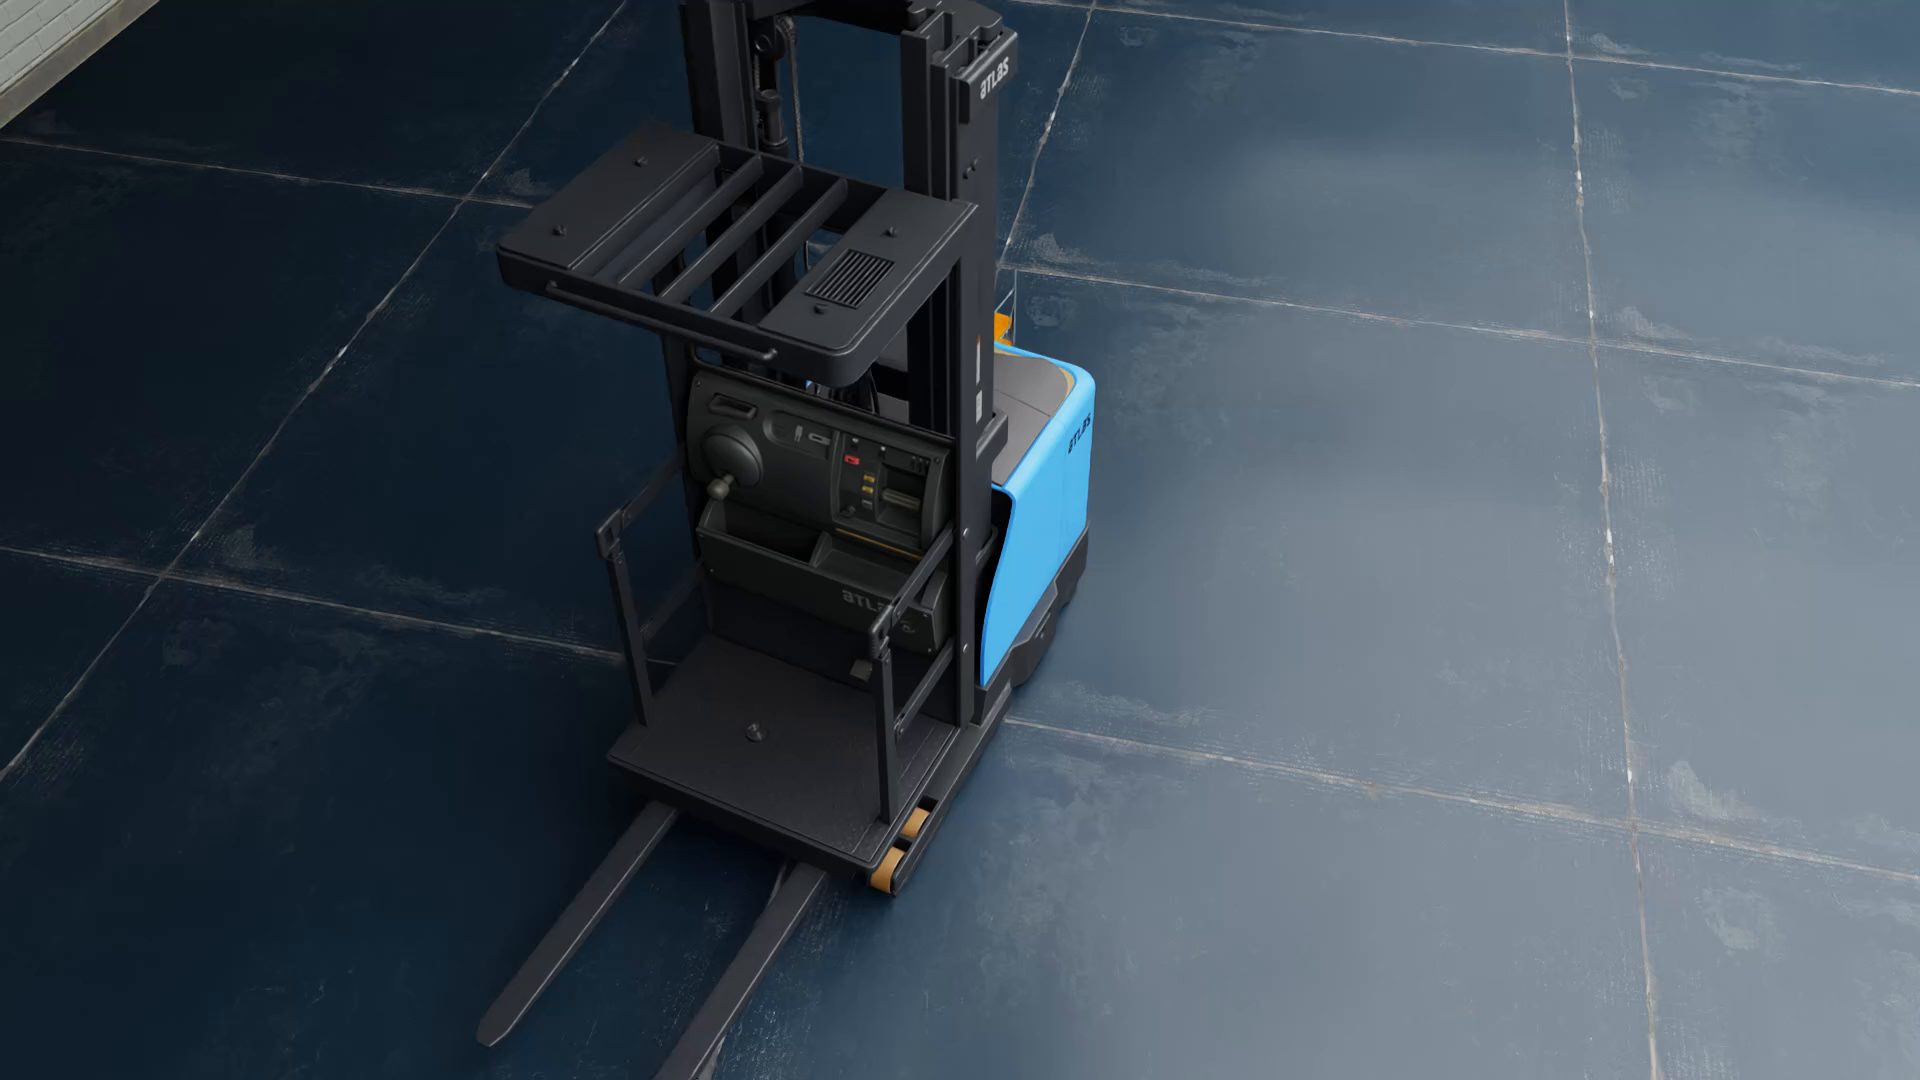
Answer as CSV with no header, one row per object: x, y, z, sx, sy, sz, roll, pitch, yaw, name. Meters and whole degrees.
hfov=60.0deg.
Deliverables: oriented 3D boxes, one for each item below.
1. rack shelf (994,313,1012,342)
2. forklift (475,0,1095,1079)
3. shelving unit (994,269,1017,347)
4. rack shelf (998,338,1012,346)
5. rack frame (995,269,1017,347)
0.088,-0.825,6.746,0.180,0.103,0.258,19,47,18,rack shelf
-0.570,-0.158,5.261,1.130,2.935,3.031,19,47,18,forklift
0.088,-0.597,6.964,0.189,1.200,0.258,19,47,18,shelving unit
0.088,-0.738,6.829,0.180,0.103,0.258,19,47,18,rack shelf
0.170,-0.569,6.935,0.006,1.200,0.240,19,47,18,rack frame
